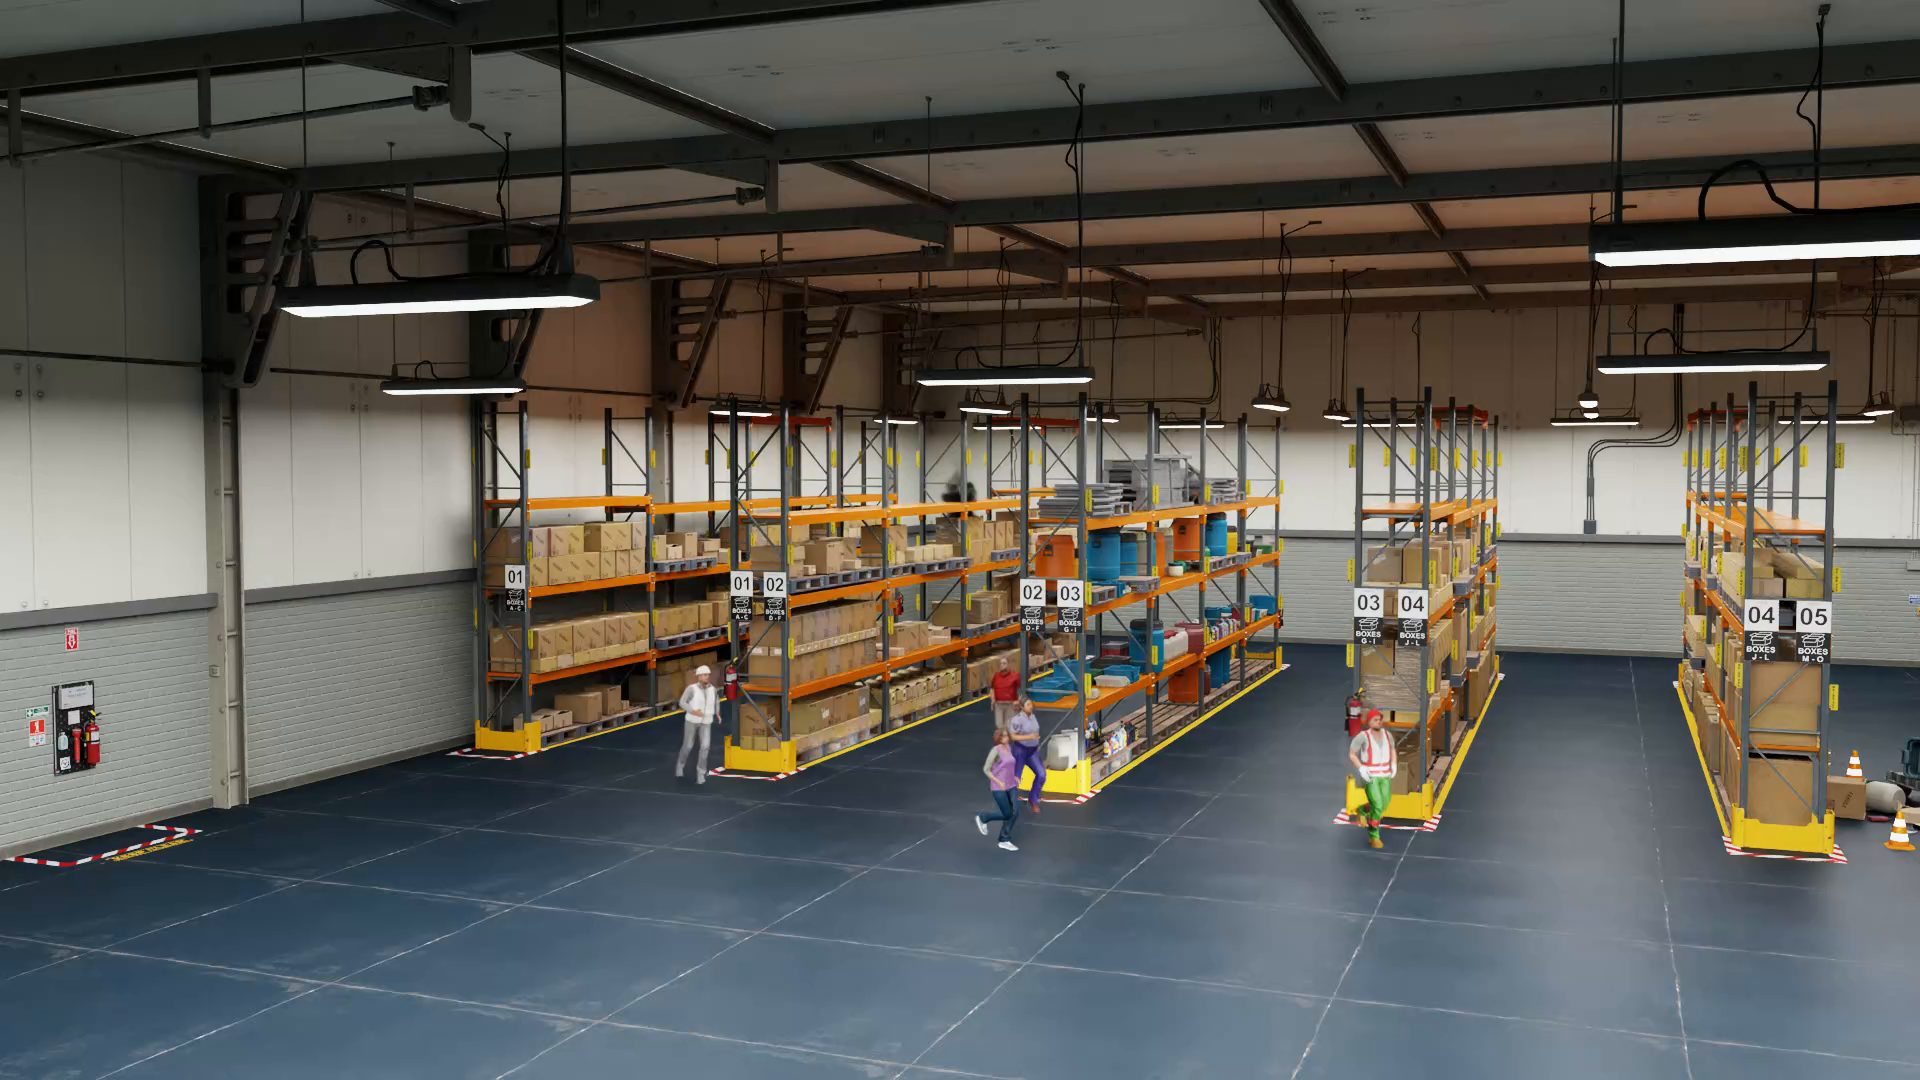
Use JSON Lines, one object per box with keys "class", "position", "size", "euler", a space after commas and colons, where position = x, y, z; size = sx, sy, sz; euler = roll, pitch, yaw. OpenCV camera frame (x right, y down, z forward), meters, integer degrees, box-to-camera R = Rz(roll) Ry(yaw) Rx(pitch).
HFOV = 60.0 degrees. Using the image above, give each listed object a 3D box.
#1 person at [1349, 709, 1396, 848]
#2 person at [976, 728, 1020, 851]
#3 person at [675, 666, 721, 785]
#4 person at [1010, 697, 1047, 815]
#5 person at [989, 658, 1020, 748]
{"class": "person", "position": [5.369, 3.074, 21.708], "size": [0.671, 1.774, 0.697], "euler": [-1, 3, -18]}
{"class": "person", "position": [0.501, 3.189, 21.401], "size": [0.590, 1.561, 0.537], "euler": [2, 3, 37]}
{"class": "person", "position": [-4.028, 2.856, 25.904], "size": [0.713, 1.800, 0.800], "euler": [-2, 3, -29]}
{"class": "person", "position": [0.944, 3.050, 23.471], "size": [0.614, 1.678, 0.717], "euler": [-2, 3, -36]}
{"class": "person", "position": [0.781, 2.813, 27.815], "size": [0.661, 1.697, 0.542], "euler": [1, 3, 24]}
